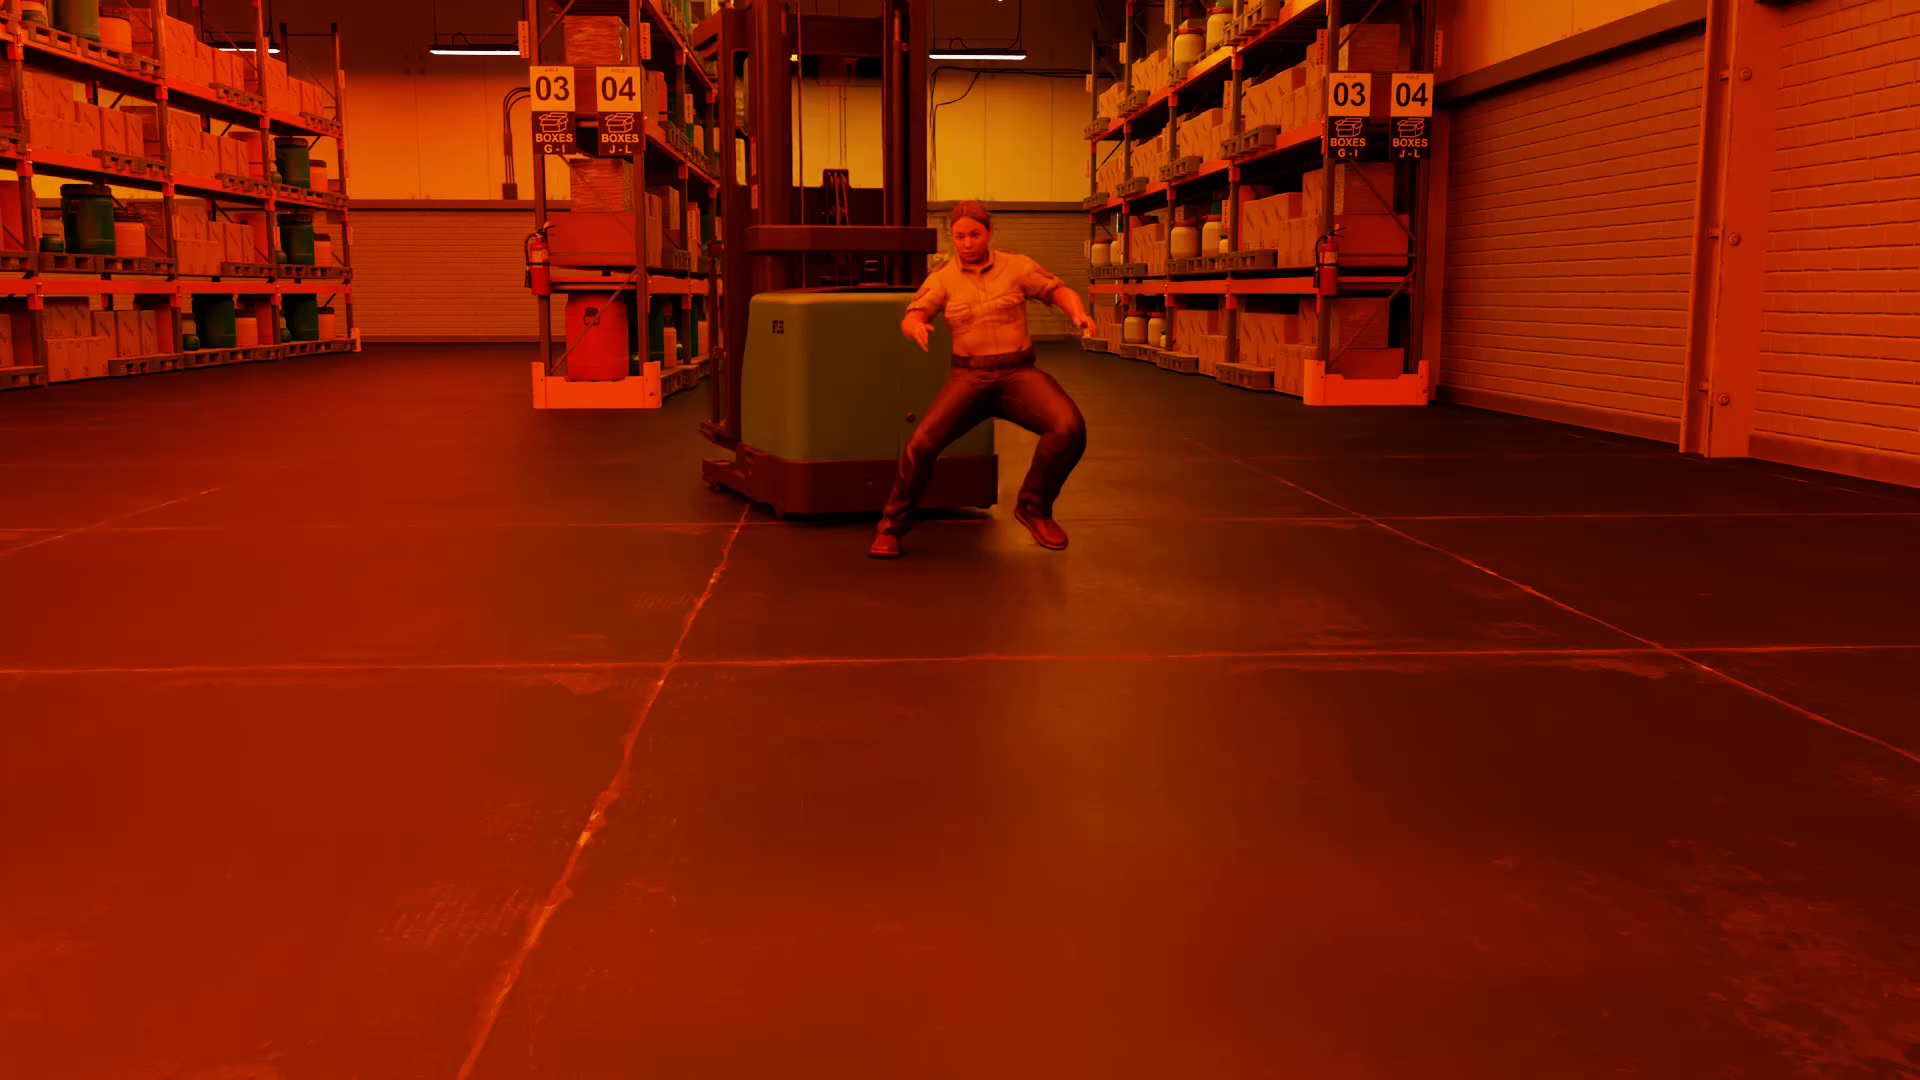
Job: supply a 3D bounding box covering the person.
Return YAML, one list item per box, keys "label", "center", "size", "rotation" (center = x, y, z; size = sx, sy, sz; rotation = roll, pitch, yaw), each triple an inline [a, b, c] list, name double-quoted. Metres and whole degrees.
- label: "person"
  center: [0.094, -0.668, 6.852]
  size: [0.924, 1.455, 0.706]
  rotation: [0, 8, 2]

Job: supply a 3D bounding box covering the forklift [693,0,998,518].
- label: "forklift"
  center: [-0.798, -1.729, 8.975]
  size: [1.130, 2.935, 3.031]
  rotation: [-3, 9, -20]
